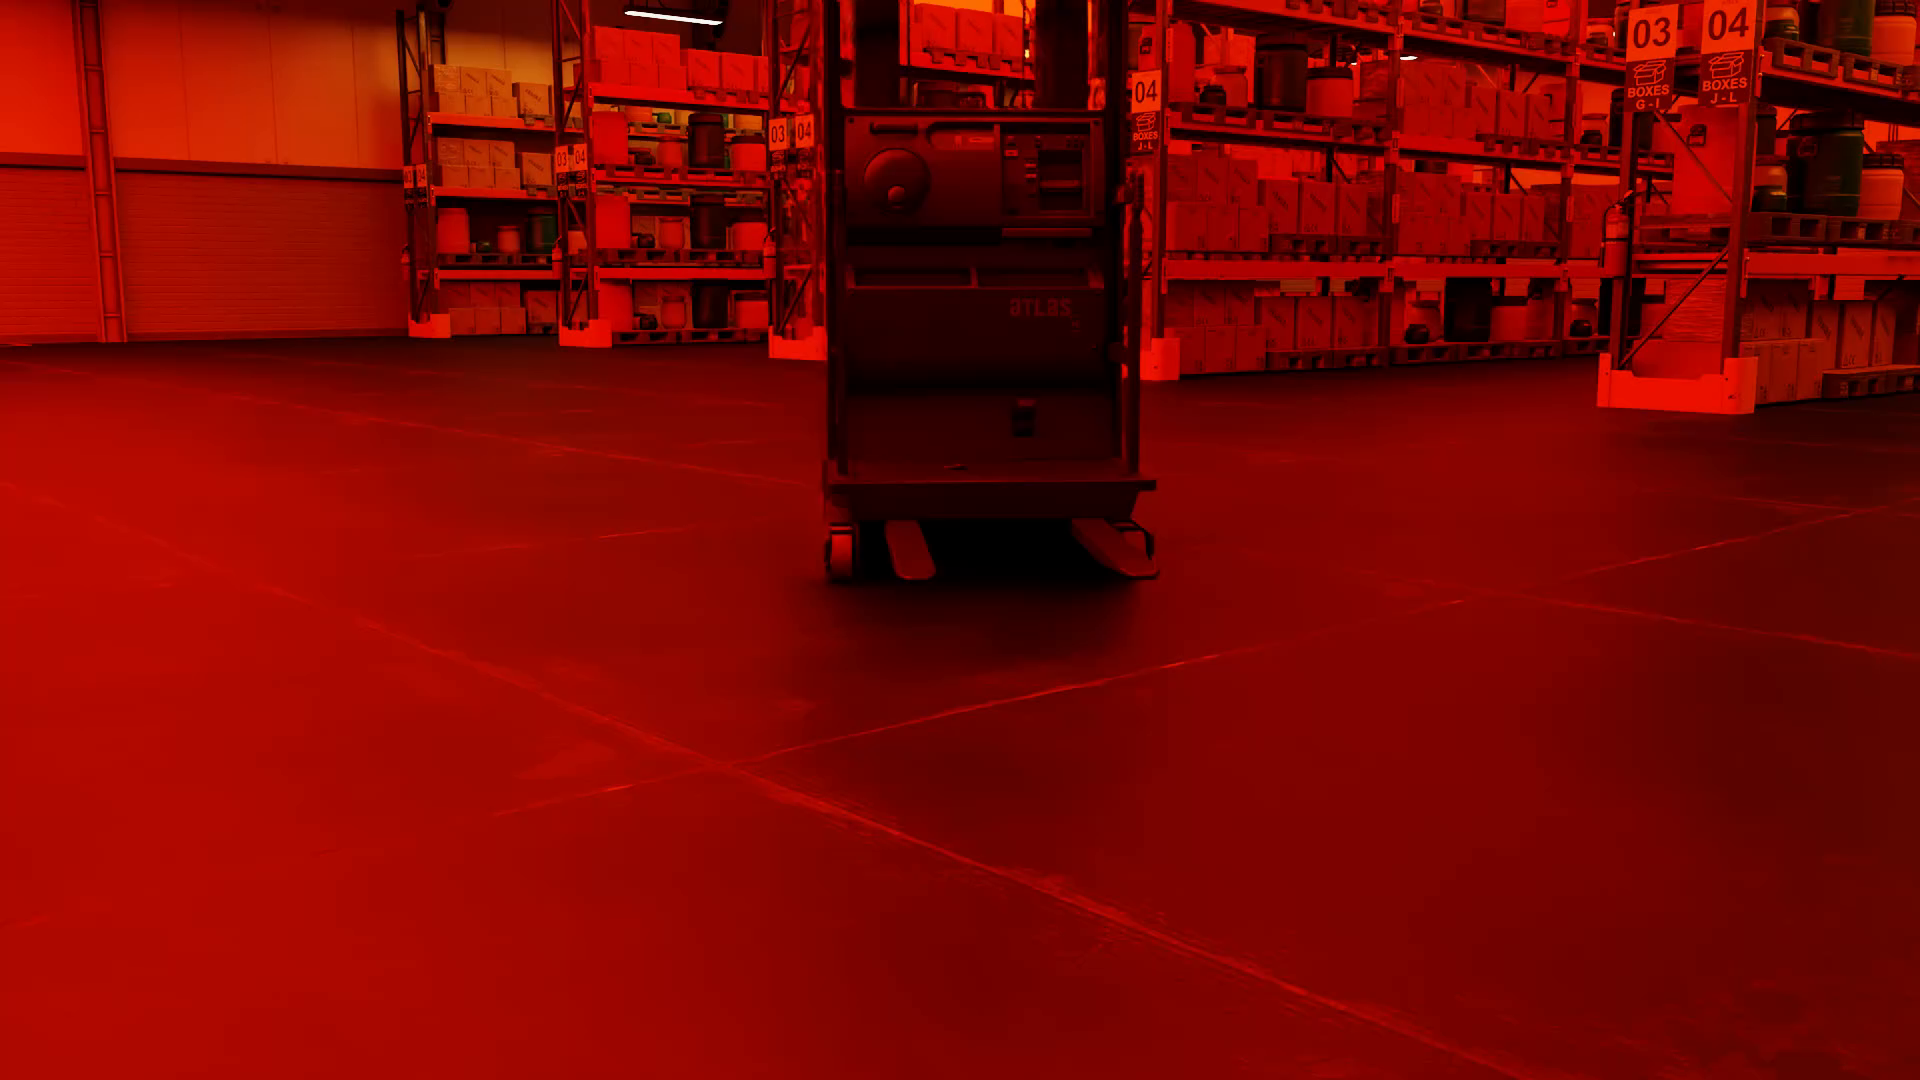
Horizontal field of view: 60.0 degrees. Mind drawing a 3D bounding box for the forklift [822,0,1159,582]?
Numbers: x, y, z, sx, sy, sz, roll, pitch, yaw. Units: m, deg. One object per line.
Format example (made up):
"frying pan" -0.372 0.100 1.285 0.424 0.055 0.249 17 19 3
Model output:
"forklift" 0.074 -1.360 5.741 1.130 2.935 3.031 -1 9 -4
